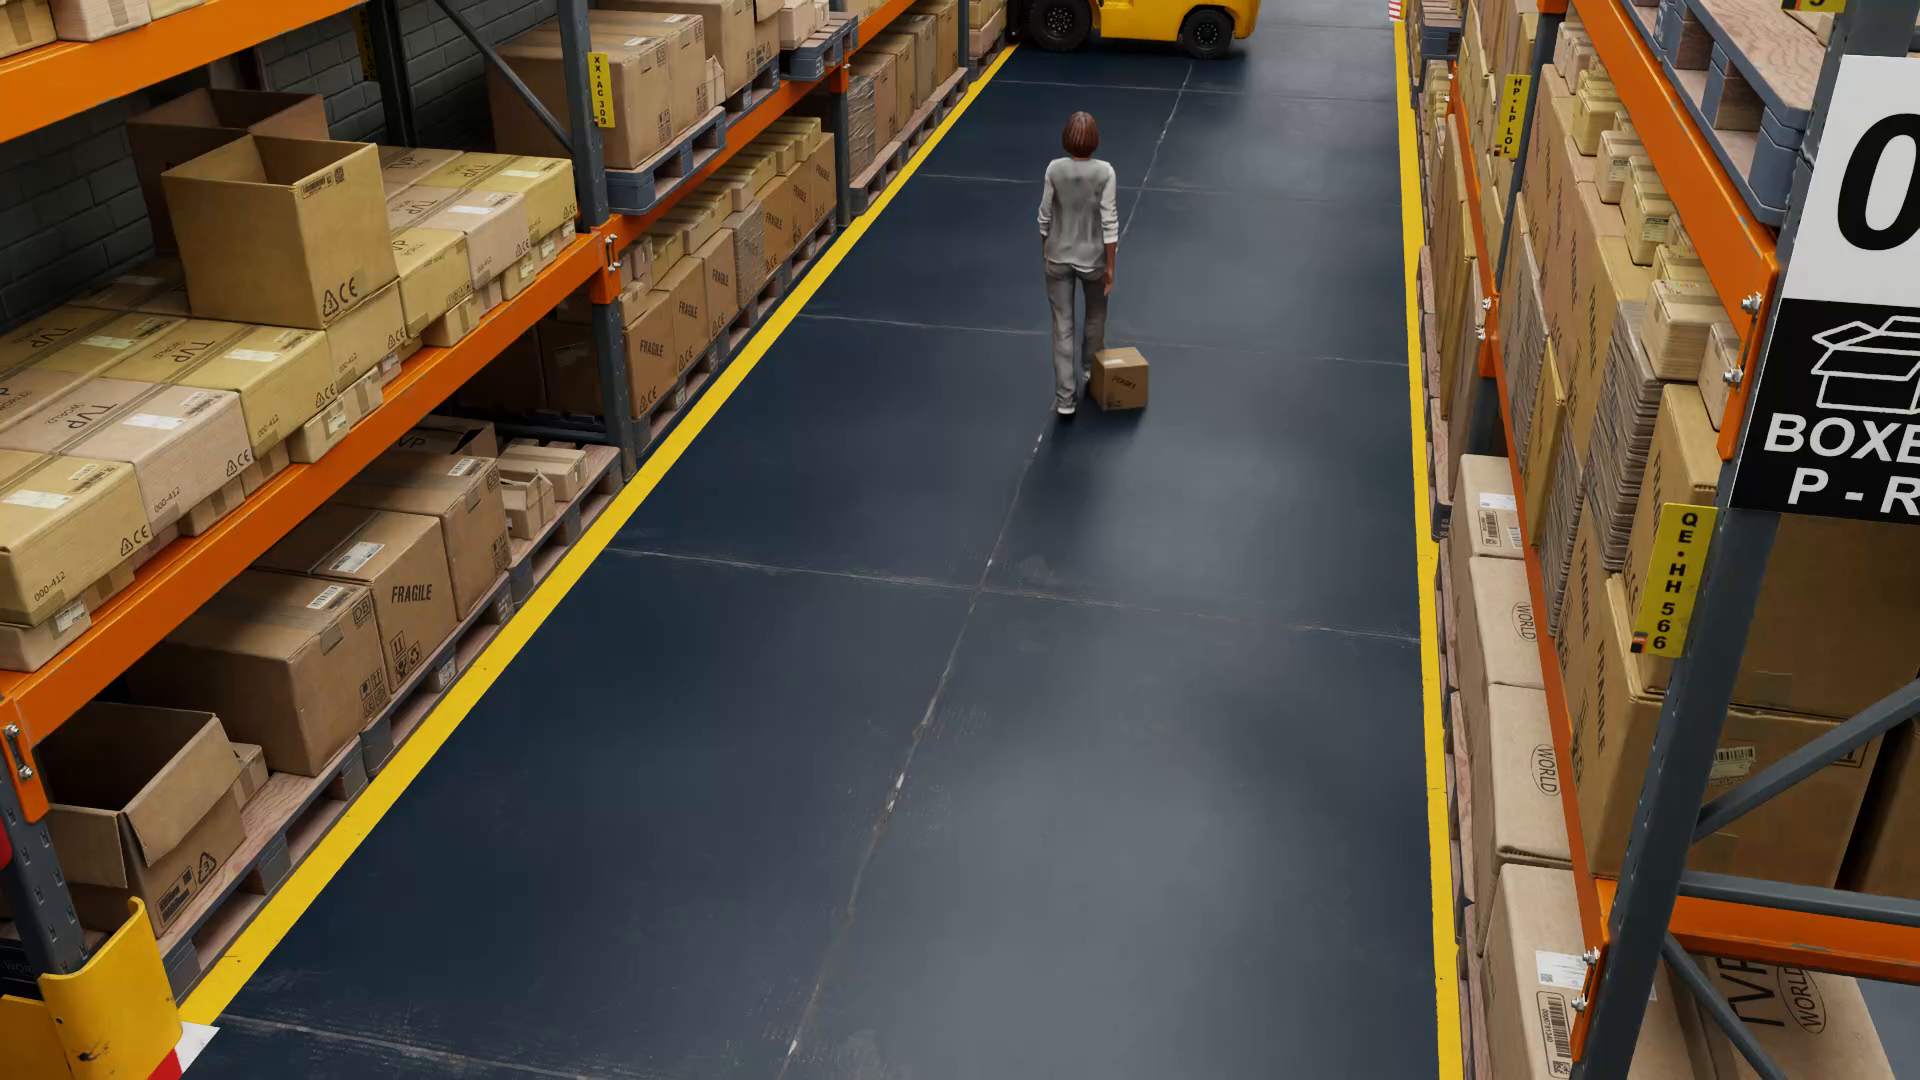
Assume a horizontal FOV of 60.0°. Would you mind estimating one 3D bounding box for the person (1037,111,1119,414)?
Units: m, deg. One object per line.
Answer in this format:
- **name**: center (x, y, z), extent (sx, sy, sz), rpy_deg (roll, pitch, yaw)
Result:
- **person**: center (0.615, -1.473, 8.783), extent (0.427, 1.617, 0.755), rpy_deg (3, 29, 5)
